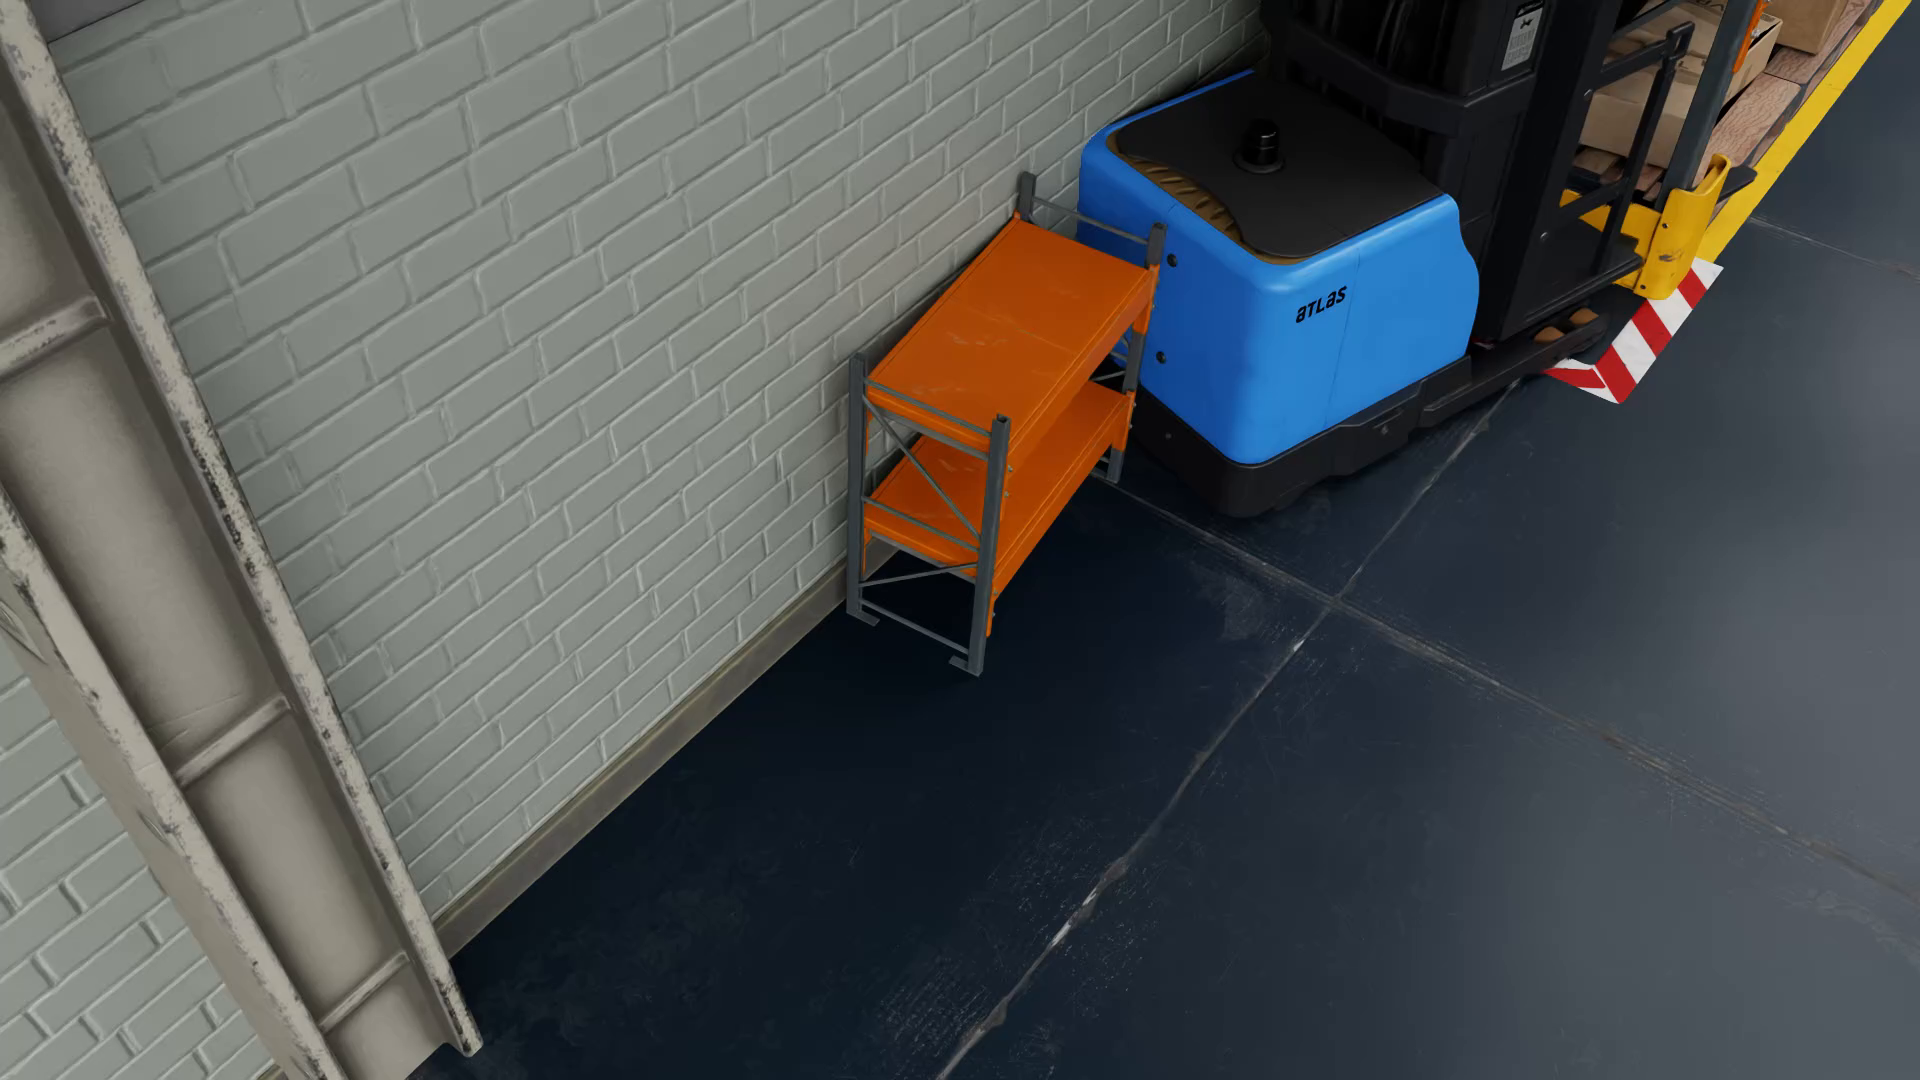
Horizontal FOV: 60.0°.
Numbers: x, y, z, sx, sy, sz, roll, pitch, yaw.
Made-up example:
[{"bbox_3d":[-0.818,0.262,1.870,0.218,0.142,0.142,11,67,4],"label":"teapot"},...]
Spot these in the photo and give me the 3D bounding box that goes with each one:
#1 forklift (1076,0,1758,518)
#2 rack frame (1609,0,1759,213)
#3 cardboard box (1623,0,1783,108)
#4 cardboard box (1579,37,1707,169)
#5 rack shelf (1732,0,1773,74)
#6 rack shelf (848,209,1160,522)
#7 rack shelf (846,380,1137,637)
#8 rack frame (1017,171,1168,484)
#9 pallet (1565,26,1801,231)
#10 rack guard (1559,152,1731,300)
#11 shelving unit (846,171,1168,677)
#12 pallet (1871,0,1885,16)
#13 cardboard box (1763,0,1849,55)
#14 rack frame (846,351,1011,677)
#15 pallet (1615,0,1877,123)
[{"bbox_3d":[1.883,-1.949,5.584,3.031,2.935,1.130,-27,52,-23],"label":"forklift"},{"bbox_3d":[2.409,-2.292,5.865,1.000,3.000,0.127,29,53,25],"label":"rack frame"},{"bbox_3d":[3.251,-2.198,7.330,0.500,0.311,0.500,34,55,28],"label":"cardboard box"},{"bbox_3d":[2.903,-1.871,7.018,0.500,0.311,0.500,24,51,21],"label":"cardboard box"},{"bbox_3d":[3.631,-3.188,7.218,1.077,0.370,4.000,29,53,25],"label":"rack shelf"},{"bbox_3d":[0.150,-0.560,5.081,0.538,0.278,1.000,25,51,17],"label":"rack shelf"},{"bbox_3d":[0.118,-0.202,5.480,0.538,0.278,1.000,25,51,17],"label":"rack shelf"},{"bbox_3d":[0.383,-0.684,5.604,0.500,1.125,0.032,25,51,17],"label":"rack frame"},{"bbox_3d":[2.980,-1.822,7.344,1.003,0.211,1.213,29,53,25],"label":"pallet"},{"bbox_3d":[2.455,-1.472,6.811,1.175,0.500,0.348,29,53,25],"label":"rack guard"},{"bbox_3d":[0.132,-0.365,5.298,0.538,1.125,1.048,25,51,17],"label":"shelving unit"},{"bbox_3d":[4.471,-3.218,8.678,1.003,0.211,1.213,29,53,25],"label":"pallet"},{"bbox_3d":[3.739,-2.661,7.642,0.700,0.500,0.500,26,52,23],"label":"cardboard box"},{"bbox_3d":[-0.118,-0.045,4.992,0.500,1.125,0.032,25,51,17],"label":"rack frame"},{"bbox_3d":[3.726,-2.517,8.008,1.003,0.211,1.213,29,53,25],"label":"pallet"}]
